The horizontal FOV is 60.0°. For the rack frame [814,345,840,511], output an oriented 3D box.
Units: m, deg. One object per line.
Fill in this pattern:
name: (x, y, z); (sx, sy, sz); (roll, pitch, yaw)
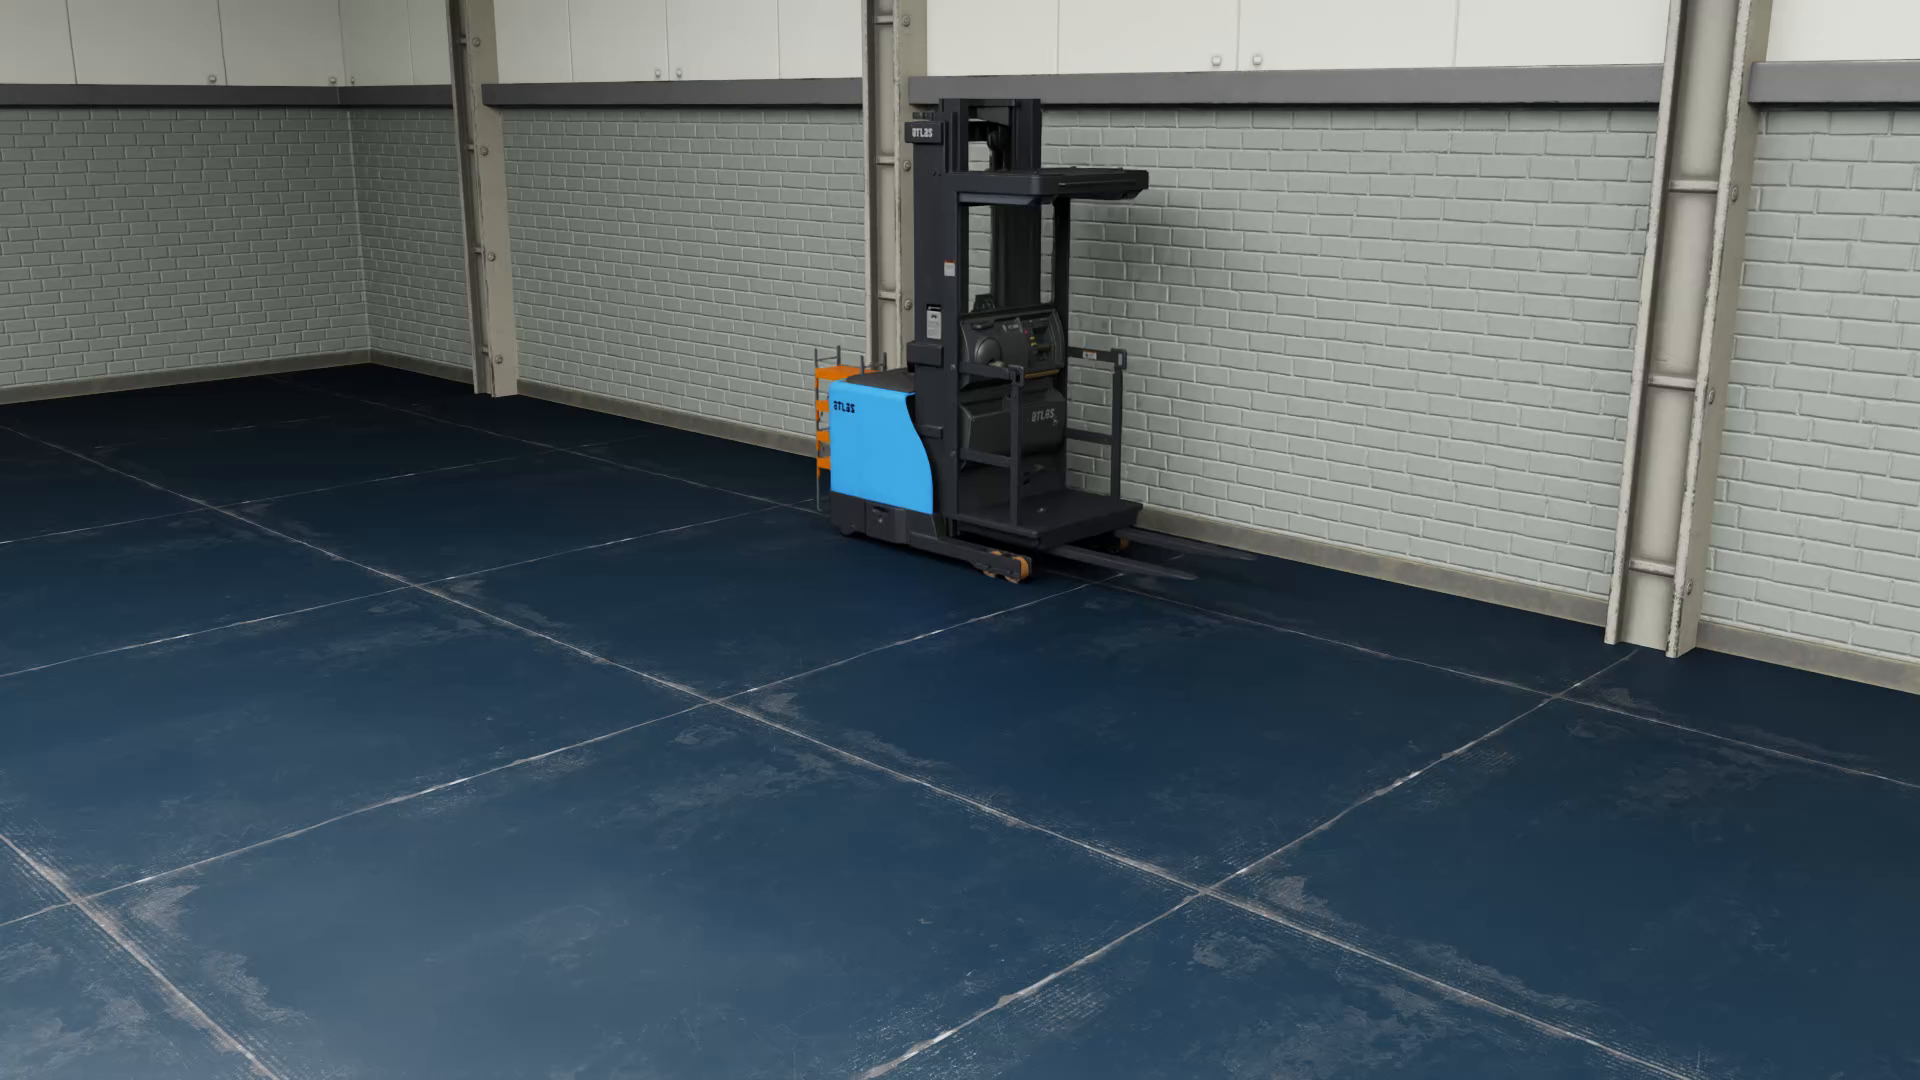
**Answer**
rack frame: (-0.961, -0.814, 12.178); (0.015, 1.200, 0.240); (14, 20, 42)

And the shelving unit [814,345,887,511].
shelving unit: (-0.785, -0.772, 12.014); (0.503, 1.200, 0.258); (14, 20, 42)

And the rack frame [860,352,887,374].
rack frame: (-0.609, -0.729, 11.850); (0.015, 1.200, 0.240); (14, 20, 42)

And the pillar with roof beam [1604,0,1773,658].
pillar with roof beam: (0.842, -2.997, 5.089); (0.400, 9.000, 9.100); (14, 20, 42)

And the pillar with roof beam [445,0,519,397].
pillar with roof beam: (-7.797, -5.098, 13.149); (0.400, 9.000, 9.100); (14, 20, 42)

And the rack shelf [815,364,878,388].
rack shelf: (-0.785, -1.152, 11.915); (0.480, 0.148, 0.258); (14, 20, 42)

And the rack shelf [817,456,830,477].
rack shelf: (-0.785, -0.514, 12.081); (0.480, 0.148, 0.258); (14, 20, 42)

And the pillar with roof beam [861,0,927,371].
pillar with roof beam: (-3.478, -4.048, 9.119); (0.400, 9.000, 9.100); (14, 20, 42)

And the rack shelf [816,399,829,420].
rack shelf: (-0.785, -0.923, 11.974); (0.480, 0.148, 0.258); (14, 20, 42)

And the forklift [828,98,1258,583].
forklift: (0.496, -1.298, 10.599); (3.031, 2.935, 1.130); (14, 20, 42)

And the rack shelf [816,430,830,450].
rack shelf: (-0.785, -0.706, 12.031); (0.480, 0.148, 0.258); (14, 20, 42)
